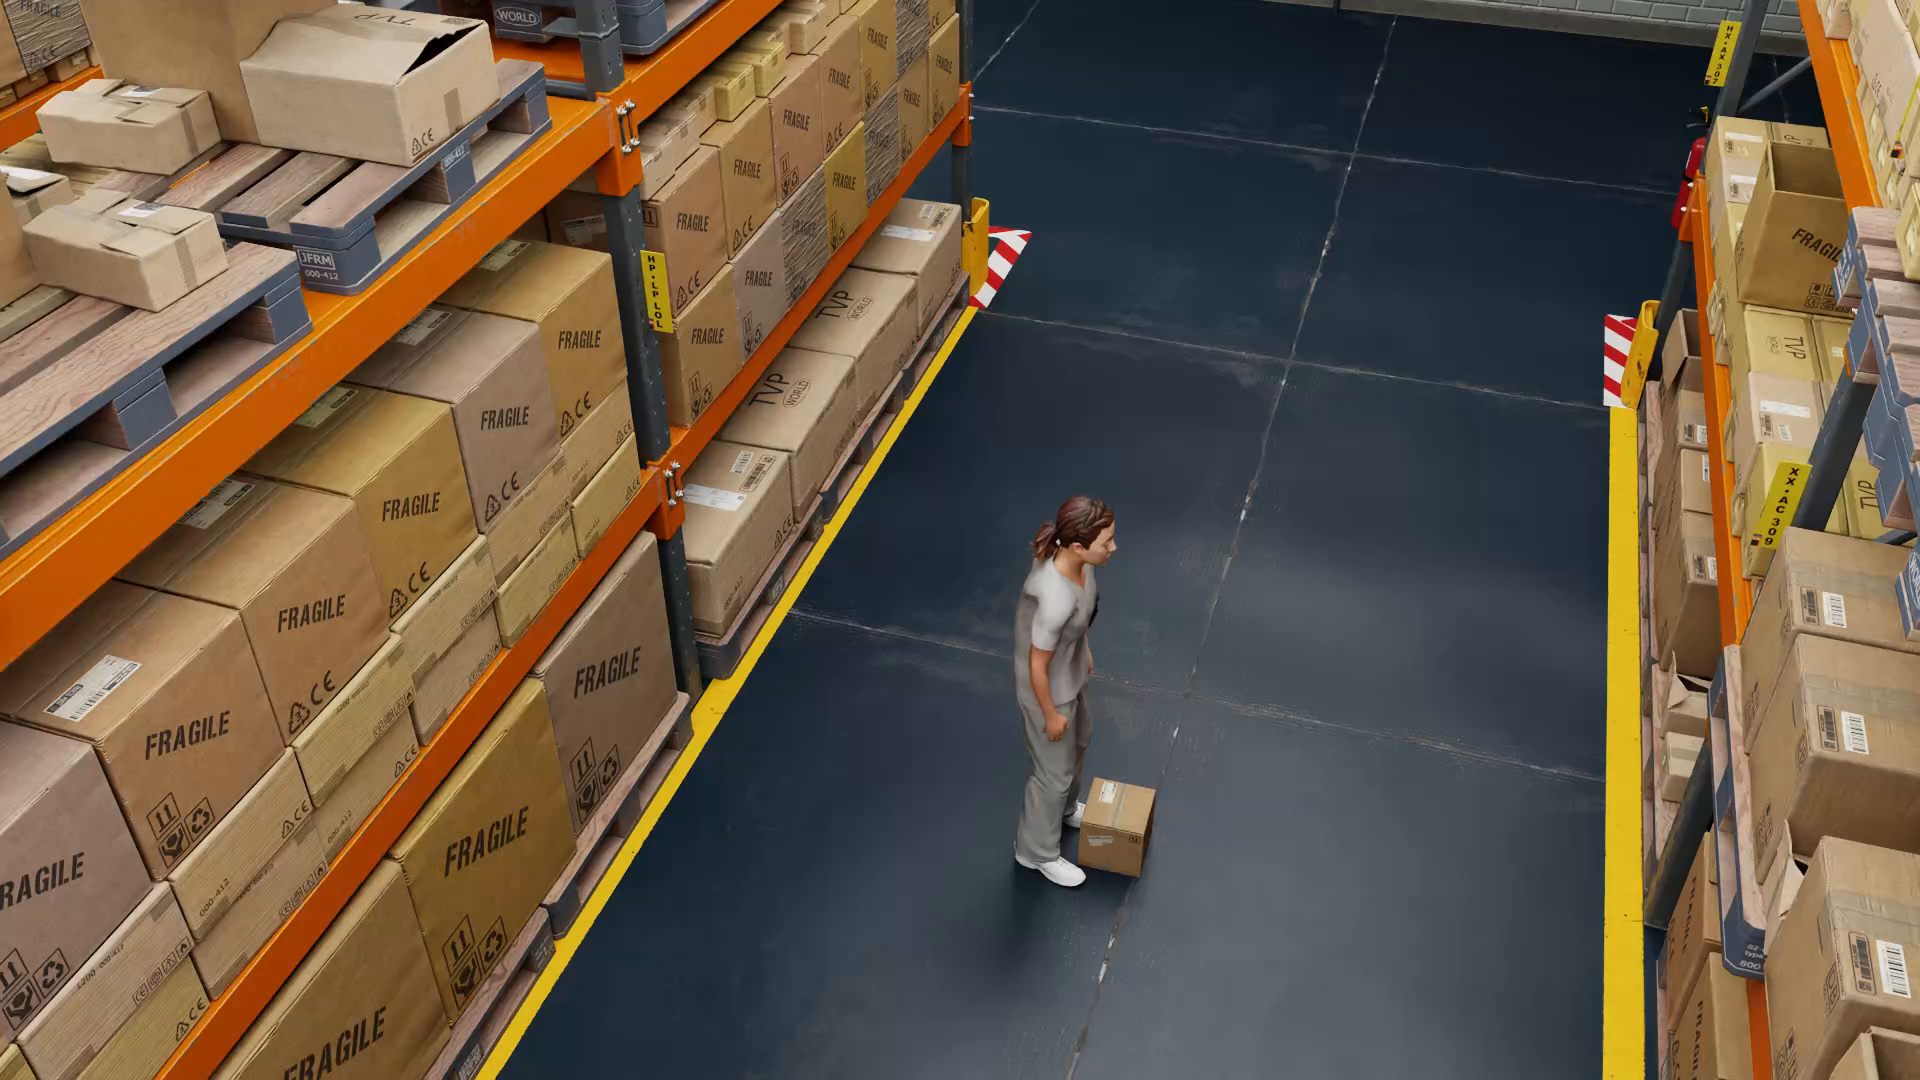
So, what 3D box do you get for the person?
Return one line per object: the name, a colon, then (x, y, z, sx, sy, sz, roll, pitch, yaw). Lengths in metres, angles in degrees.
person: (0.380, 0.531, 6.191, 0.359, 1.673, 0.485, 11, 39, 14)
